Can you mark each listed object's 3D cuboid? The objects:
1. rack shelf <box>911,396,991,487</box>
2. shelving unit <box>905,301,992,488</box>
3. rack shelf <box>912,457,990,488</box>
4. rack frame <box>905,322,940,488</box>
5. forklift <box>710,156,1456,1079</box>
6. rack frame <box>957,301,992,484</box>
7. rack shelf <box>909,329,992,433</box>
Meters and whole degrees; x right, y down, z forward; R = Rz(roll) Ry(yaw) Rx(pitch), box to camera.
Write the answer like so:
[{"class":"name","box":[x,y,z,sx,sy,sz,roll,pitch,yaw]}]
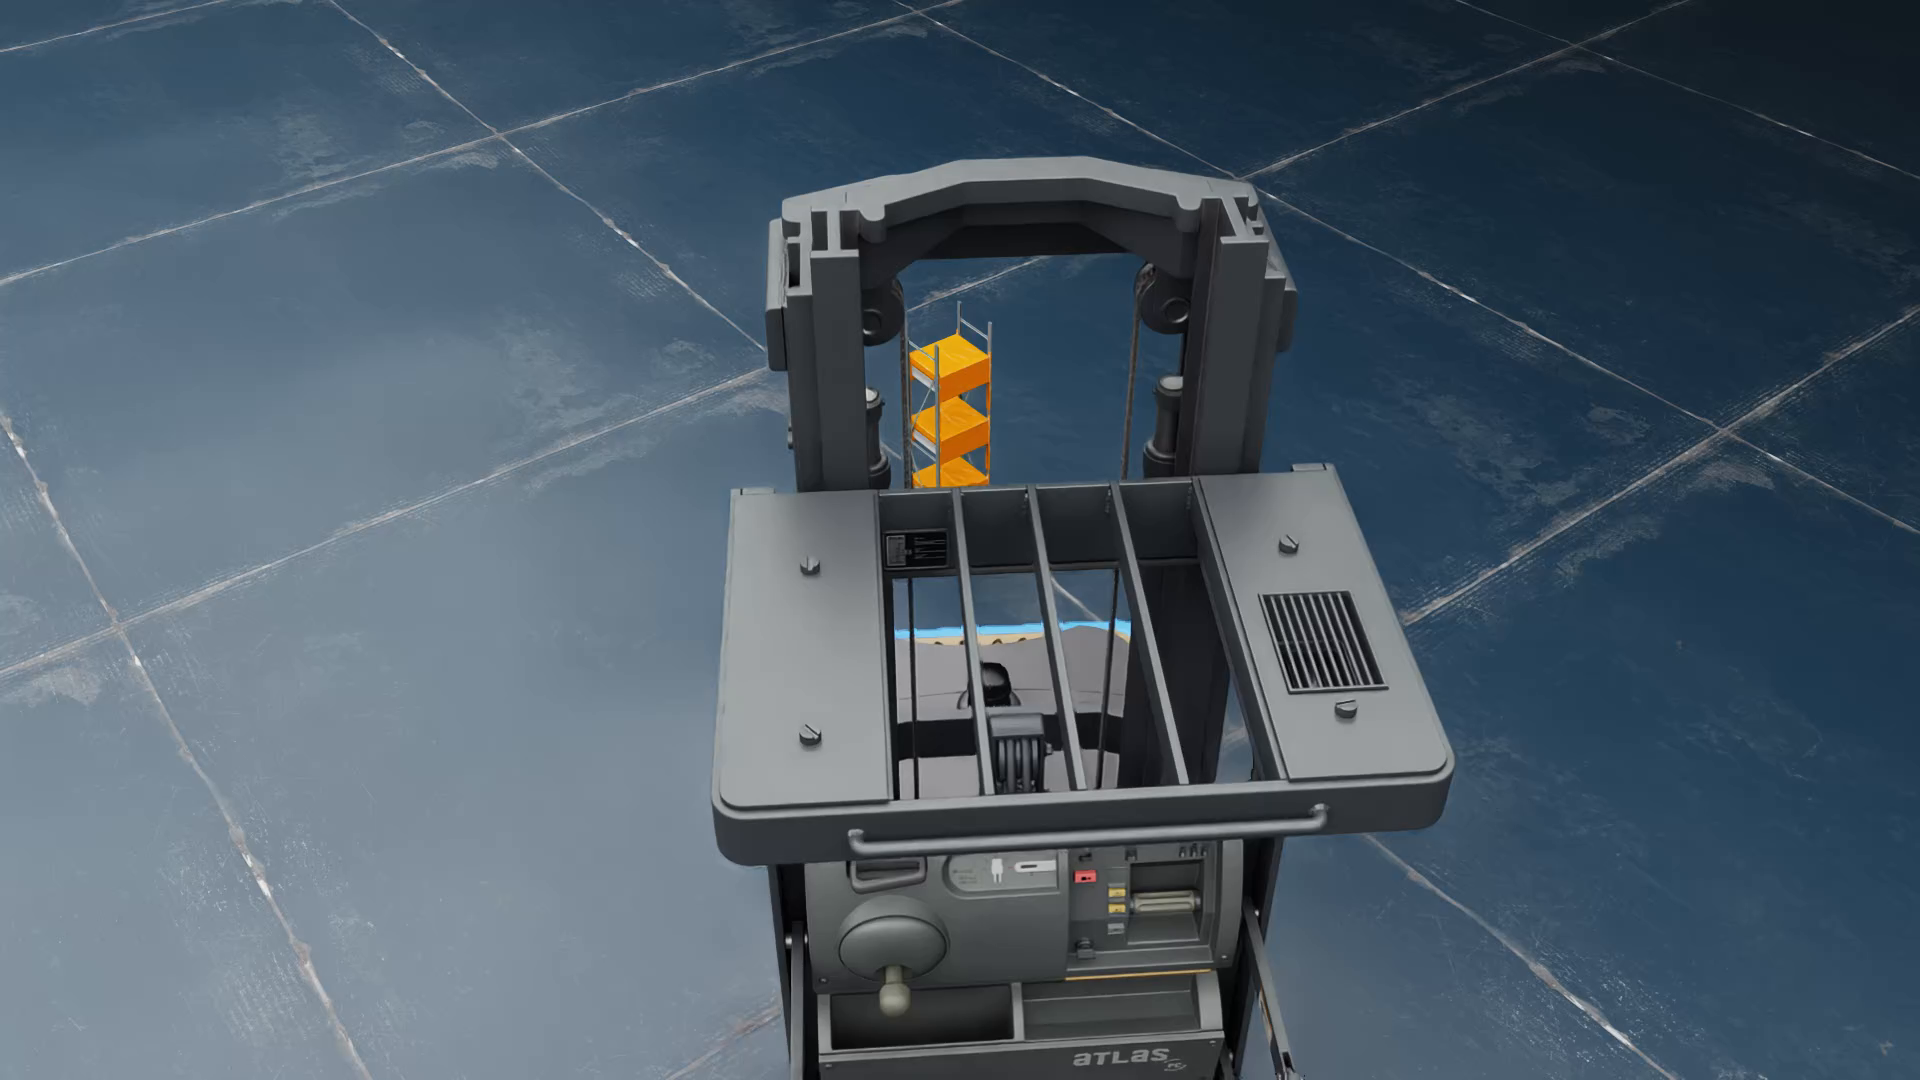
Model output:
[{"class":"rack shelf","box":[-0.042,-0.377,6.399,0.240,0.259,0.215,-26,46,-28]},{"class":"shelving unit","box":[-0.042,-0.385,6.392,0.252,1.050,0.215,-26,46,-28]},{"class":"rack shelf","box":[-0.042,-0.162,6.575,0.240,0.259,0.215,-26,46,-28]},{"class":"rack frame","box":[-0.139,-0.338,6.334,0.008,1.050,0.200,-26,46,-28]},{"class":"forklift","box":[0.156,0.871,3.377,1.130,2.935,3.031,-3,39,-3]},{"class":"rack frame","box":[0.054,-0.432,6.449,0.008,1.050,0.200,-26,46,-28]},{"class":"rack shelf","box":[-0.042,-0.596,6.219,0.240,0.259,0.215,-26,46,-28]}]
